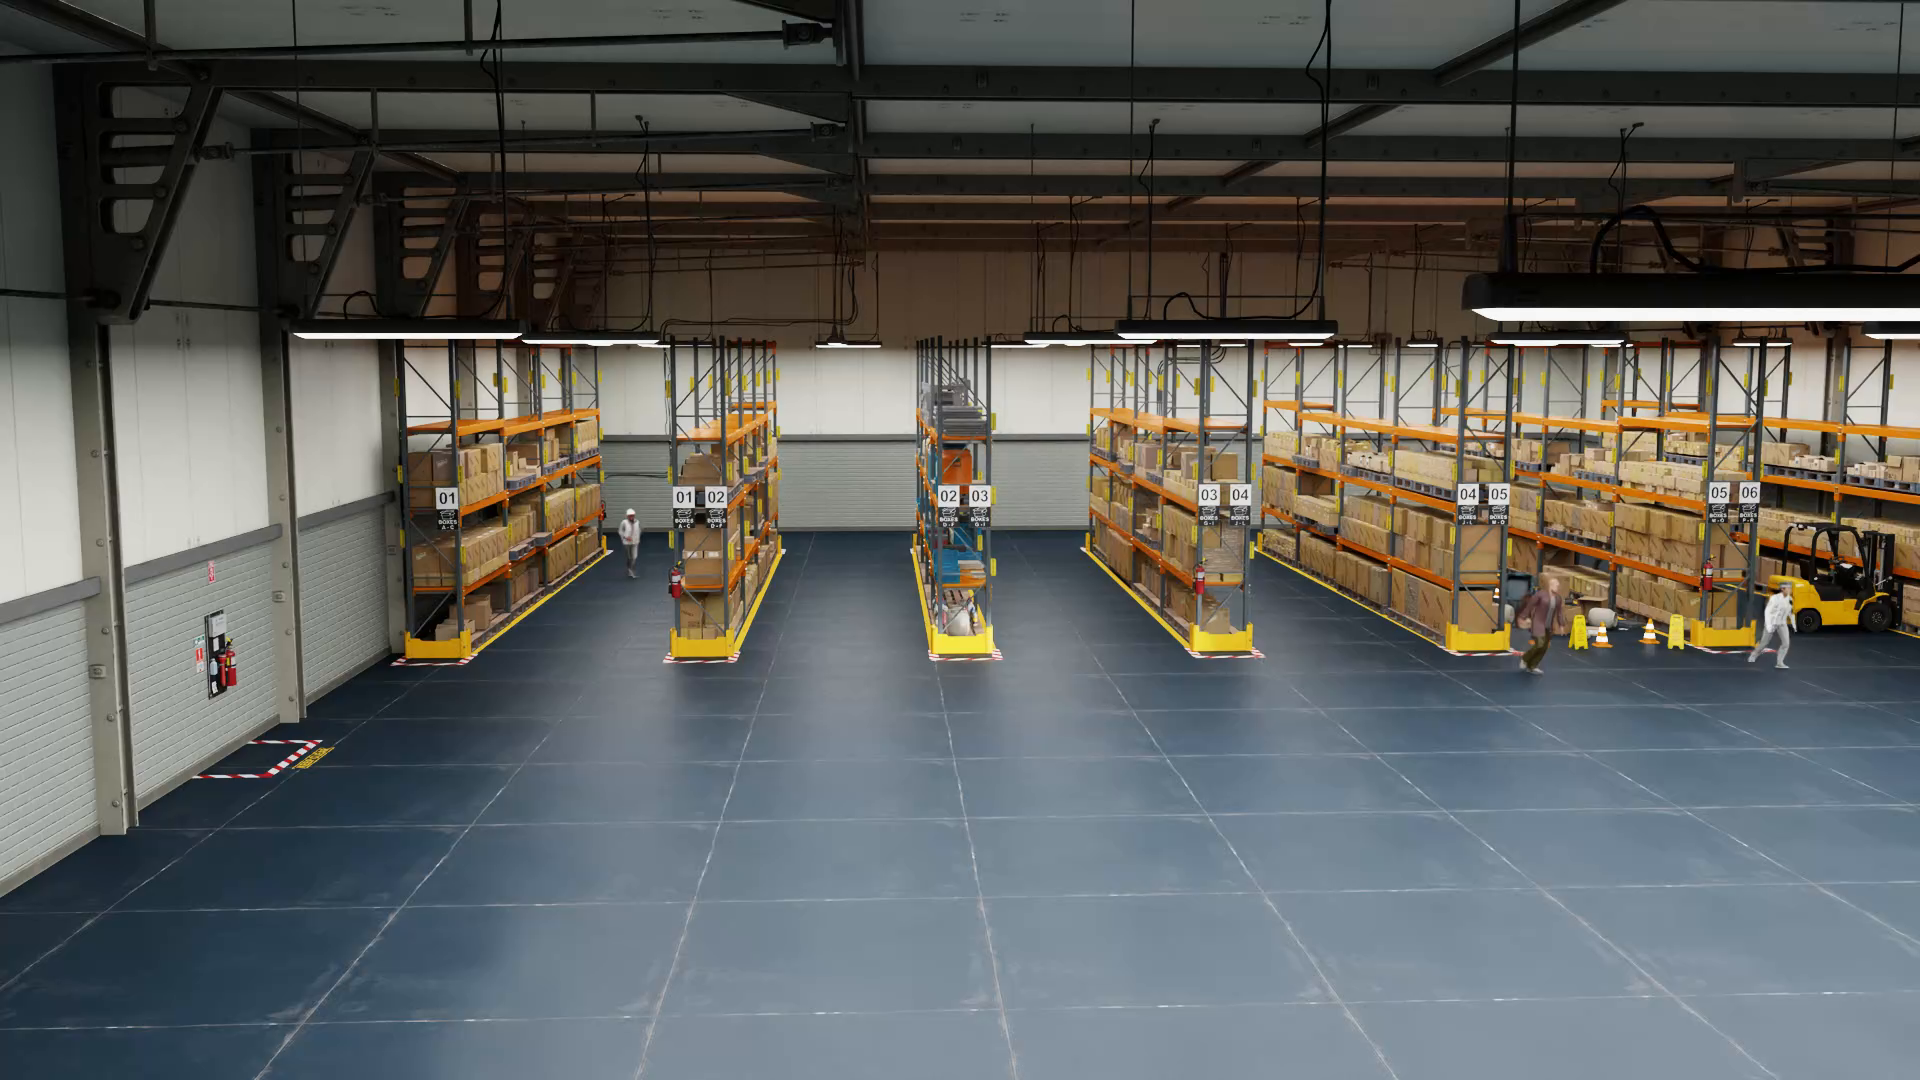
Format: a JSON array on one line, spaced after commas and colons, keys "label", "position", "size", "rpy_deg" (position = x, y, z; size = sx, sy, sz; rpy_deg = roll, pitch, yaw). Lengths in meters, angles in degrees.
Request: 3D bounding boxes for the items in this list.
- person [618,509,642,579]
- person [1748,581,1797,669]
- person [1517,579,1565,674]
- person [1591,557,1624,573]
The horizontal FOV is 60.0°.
[{"label": "person", "position": [-8.362, 0.072, 42.135], "size": [0.639, 1.755, 0.816], "rpy_deg": [-2, 7, -20]}, {"label": "person", "position": [14.793, 1.500, 30.225], "size": [0.646, 1.608, 0.811], "rpy_deg": [-2, 7, -16]}, {"label": "person", "position": [10.295, 1.524, 29.452], "size": [0.707, 1.728, 0.605], "rpy_deg": [-3, 7, -24]}, {"label": "person", "position": [16.748, 0.061, 42.918], "size": [0.574, 1.579, 1.009], "rpy_deg": [-2, 7, -15]}]
